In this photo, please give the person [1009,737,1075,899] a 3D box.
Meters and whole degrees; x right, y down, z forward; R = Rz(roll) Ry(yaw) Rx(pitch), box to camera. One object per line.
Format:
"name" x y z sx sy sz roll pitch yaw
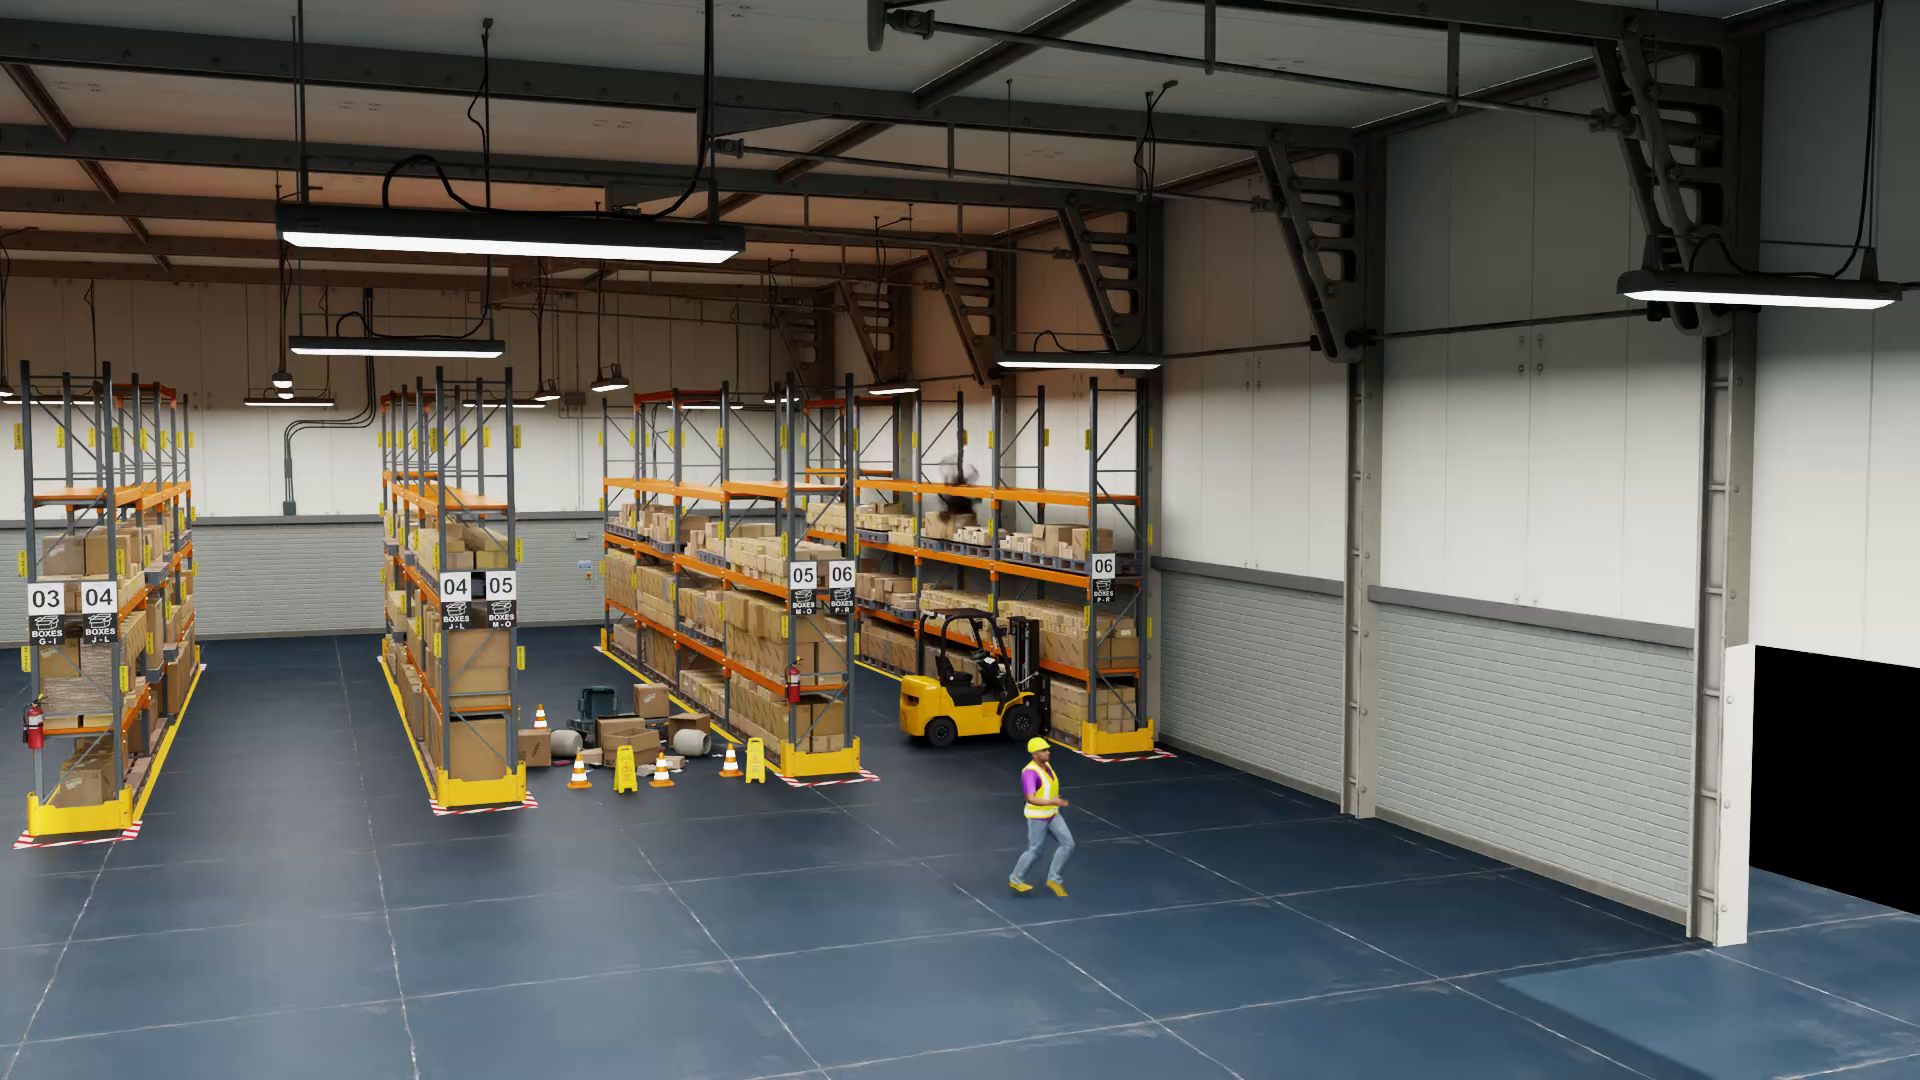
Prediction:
"person" 0.904 3.047 18.230 0.741 1.794 0.707 2 4 31
